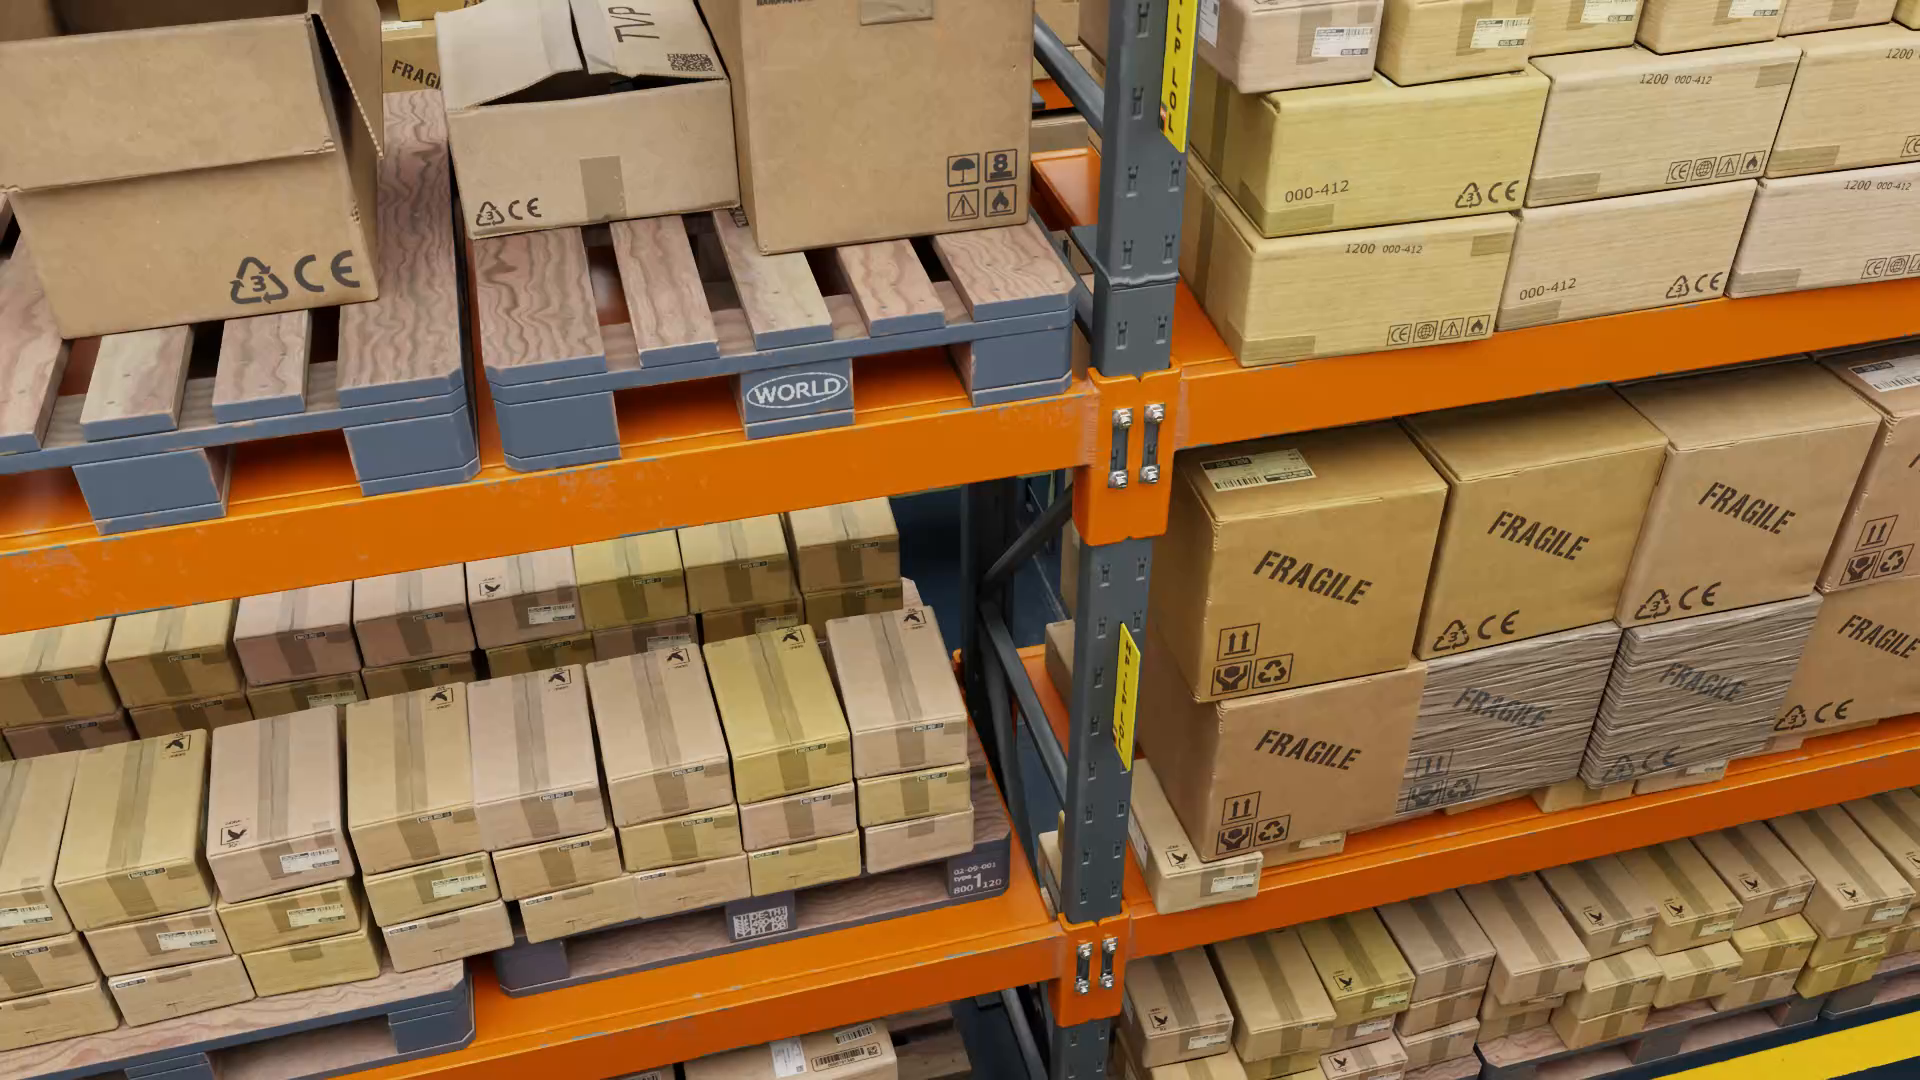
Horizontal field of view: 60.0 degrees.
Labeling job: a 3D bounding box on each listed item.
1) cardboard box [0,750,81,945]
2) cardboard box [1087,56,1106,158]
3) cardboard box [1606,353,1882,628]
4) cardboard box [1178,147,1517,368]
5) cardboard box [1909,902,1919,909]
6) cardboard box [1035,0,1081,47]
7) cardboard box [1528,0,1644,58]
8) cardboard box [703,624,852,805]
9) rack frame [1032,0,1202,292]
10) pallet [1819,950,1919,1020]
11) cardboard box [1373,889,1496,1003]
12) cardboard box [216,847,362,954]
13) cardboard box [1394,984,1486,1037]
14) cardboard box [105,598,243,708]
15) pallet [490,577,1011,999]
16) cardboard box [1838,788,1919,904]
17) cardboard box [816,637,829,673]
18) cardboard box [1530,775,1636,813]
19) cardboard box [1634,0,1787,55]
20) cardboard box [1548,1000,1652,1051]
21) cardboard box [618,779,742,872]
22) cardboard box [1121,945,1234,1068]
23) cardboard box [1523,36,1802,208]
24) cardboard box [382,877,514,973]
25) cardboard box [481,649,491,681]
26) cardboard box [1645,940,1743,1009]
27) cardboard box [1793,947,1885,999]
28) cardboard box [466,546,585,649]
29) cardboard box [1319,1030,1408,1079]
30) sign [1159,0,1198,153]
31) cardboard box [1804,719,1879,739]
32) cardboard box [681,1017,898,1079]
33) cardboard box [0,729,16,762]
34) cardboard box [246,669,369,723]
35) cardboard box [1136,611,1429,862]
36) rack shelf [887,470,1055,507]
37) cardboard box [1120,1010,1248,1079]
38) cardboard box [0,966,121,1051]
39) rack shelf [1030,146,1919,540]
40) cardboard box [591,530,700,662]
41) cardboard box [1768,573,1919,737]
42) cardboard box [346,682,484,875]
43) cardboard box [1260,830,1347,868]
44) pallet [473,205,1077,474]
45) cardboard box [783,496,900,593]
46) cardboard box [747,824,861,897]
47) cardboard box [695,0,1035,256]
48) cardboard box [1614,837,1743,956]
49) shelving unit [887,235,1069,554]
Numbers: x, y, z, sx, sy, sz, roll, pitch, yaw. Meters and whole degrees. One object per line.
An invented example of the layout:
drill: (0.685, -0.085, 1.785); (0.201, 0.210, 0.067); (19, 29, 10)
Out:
cardboard box: (-1.906, 0.621, 3.341); (0.250, 0.149, 0.380); (-8, 38, -11)
cardboard box: (0.594, -0.909, 3.624); (0.500, 0.250, 0.500); (-8, 38, -11)
cardboard box: (1.681, -0.177, 3.863); (0.500, 0.500, 0.500); (-9, 38, -11)
cardboard box: (0.707, -0.591, 3.208); (0.500, 0.250, 0.500); (-7, 38, -10)
cardboard box: (2.830, 0.990, 5.244); (0.250, 0.149, 0.380); (-10, 38, -12)
cardboard box: (0.497, -2.607, 8.067); (0.500, 0.250, 0.500); (-8, 38, -11)
cardboard box: (1.034, -1.030, 3.043); (0.250, 0.149, 0.380); (-10, 38, -12)
cardboard box: (-0.405, 0.377, 3.660); (0.250, 0.149, 0.380); (-10, 39, -13)
rack frame: (0.191, -1.924, 2.358); (0.127, 3.000, 1.000); (-9, 38, -12)
pallet: (3.186, 1.053, 5.700); (1.213, 0.211, 1.003); (-9, 38, -12)
cardboard box: (1.336, 1.123, 4.824); (0.250, 0.149, 0.380); (-10, 39, -13)
cardboard box: (-1.413, 0.664, 3.530); (0.250, 0.149, 0.380); (-9, 38, -12)
cardboard box: (1.332, 1.243, 4.912); (0.250, 0.149, 0.380); (-11, 39, -14)
cardboard box: (-1.817, 0.199, 3.893); (0.250, 0.149, 0.380); (-8, 38, -11)
pallet: (-0.585, 0.571, 4.192); (1.213, 0.211, 1.003); (-9, 38, -12)
cardboard box: (2.867, 0.913, 5.099); (0.250, 0.149, 0.380); (-11, 39, -14)
cardboard box: (-0.309, 0.185, 4.401); (0.250, 0.149, 0.380); (-11, 39, -14)
cardboard box: (1.548, 0.507, 4.325); (0.250, 0.149, 0.380); (-9, 38, -11)
cardboard box: (1.297, -1.045, 3.062); (0.250, 0.149, 0.380); (-10, 39, -13)
cardboard box: (1.868, 1.326, 5.048); (0.250, 0.149, 0.380); (-10, 39, -13)
cardboard box: (-0.636, 0.533, 3.701); (0.250, 0.149, 0.380); (-8, 38, -10)
cardboard box: (0.578, 1.255, 4.651); (0.250, 0.149, 0.380); (-8, 38, -10)
cardboard box: (1.201, -0.883, 3.178); (0.500, 0.250, 0.500); (-9, 38, -12)
cardboard box: (-1.142, 0.738, 3.677); (0.250, 0.149, 0.380); (-11, 39, -14)
cardboard box: (-1.306, 0.349, 4.186); (0.250, 0.149, 0.380); (-11, 39, -14)
cardboard box: (2.109, 1.187, 4.986); (0.250, 0.149, 0.380); (-9, 38, -11)
cardboard box: (2.635, 1.212, 5.197); (0.250, 0.149, 0.380); (-11, 39, -14)
cardboard box: (-1.067, 0.073, 4.057); (0.250, 0.149, 0.380); (-10, 38, -13)
cardboard box: (1.110, 1.444, 4.895); (0.250, 0.149, 0.380); (-9, 38, -12)
sign: (0.339, -0.769, 2.568); (0.005, 0.325, 0.100); (-9, 38, -12)
cardboard box: (2.293, 0.347, 4.535); (0.250, 0.149, 0.380); (-9, 38, -11)
cardboard box: (-0.462, 1.254, 4.237); (0.500, 0.250, 0.500); (-10, 39, -13)
cardboard box: (-2.319, 0.398, 3.877); (0.250, 0.149, 0.380); (-10, 38, -12)
cardboard box: (-1.575, 0.277, 4.035); (0.250, 0.149, 0.380); (-10, 39, -13)
cardboard box: (0.735, 0.371, 3.969); (0.500, 0.500, 0.500); (-10, 39, -13)
rack shelf: (-0.006, -0.336, 6.991); (0.720, 0.370, 0.431); (-9, 38, -12)
cardboard box: (0.624, 1.437, 4.659); (0.250, 0.149, 0.380); (-8, 38, -10)
cardboard box: (-1.907, 0.862, 3.515); (0.250, 0.149, 0.380); (-9, 38, -11)
rack shelf: (2.122, -0.763, 3.902); (4.000, 0.370, 1.077); (-9, 38, -12)
cardboard box: (-0.808, 0.150, 4.201); (0.250, 0.149, 0.380); (-8, 38, -11)
cardboard box: (2.216, 0.127, 4.288); (0.500, 0.500, 0.500); (-7, 38, -10)
cardboard box: (-1.146, 0.495, 3.505); (0.250, 0.149, 0.380); (-11, 39, -13)
cardboard box: (0.780, 0.622, 4.175); (0.250, 0.149, 0.380); (-8, 38, -11)
pallet: (-0.433, -0.622, 3.280); (1.003, 0.211, 1.213); (-9, 38, -12)
cardboard box: (-0.309, -0.051, 4.220); (0.250, 0.149, 0.380); (-7, 38, -10)
cardboard box: (-0.392, 0.613, 3.841); (0.250, 0.149, 0.380); (-9, 38, -12)
cardboard box: (-0.204, -0.943, 3.117); (0.500, 0.500, 0.700); (-9, 38, -12)
cardboard box: (2.093, 1.023, 4.955); (0.250, 0.149, 0.380); (-9, 38, -12)
shelving unit: (-0.006, -0.595, 6.793); (0.755, 1.500, 0.431); (-9, 38, -12)
